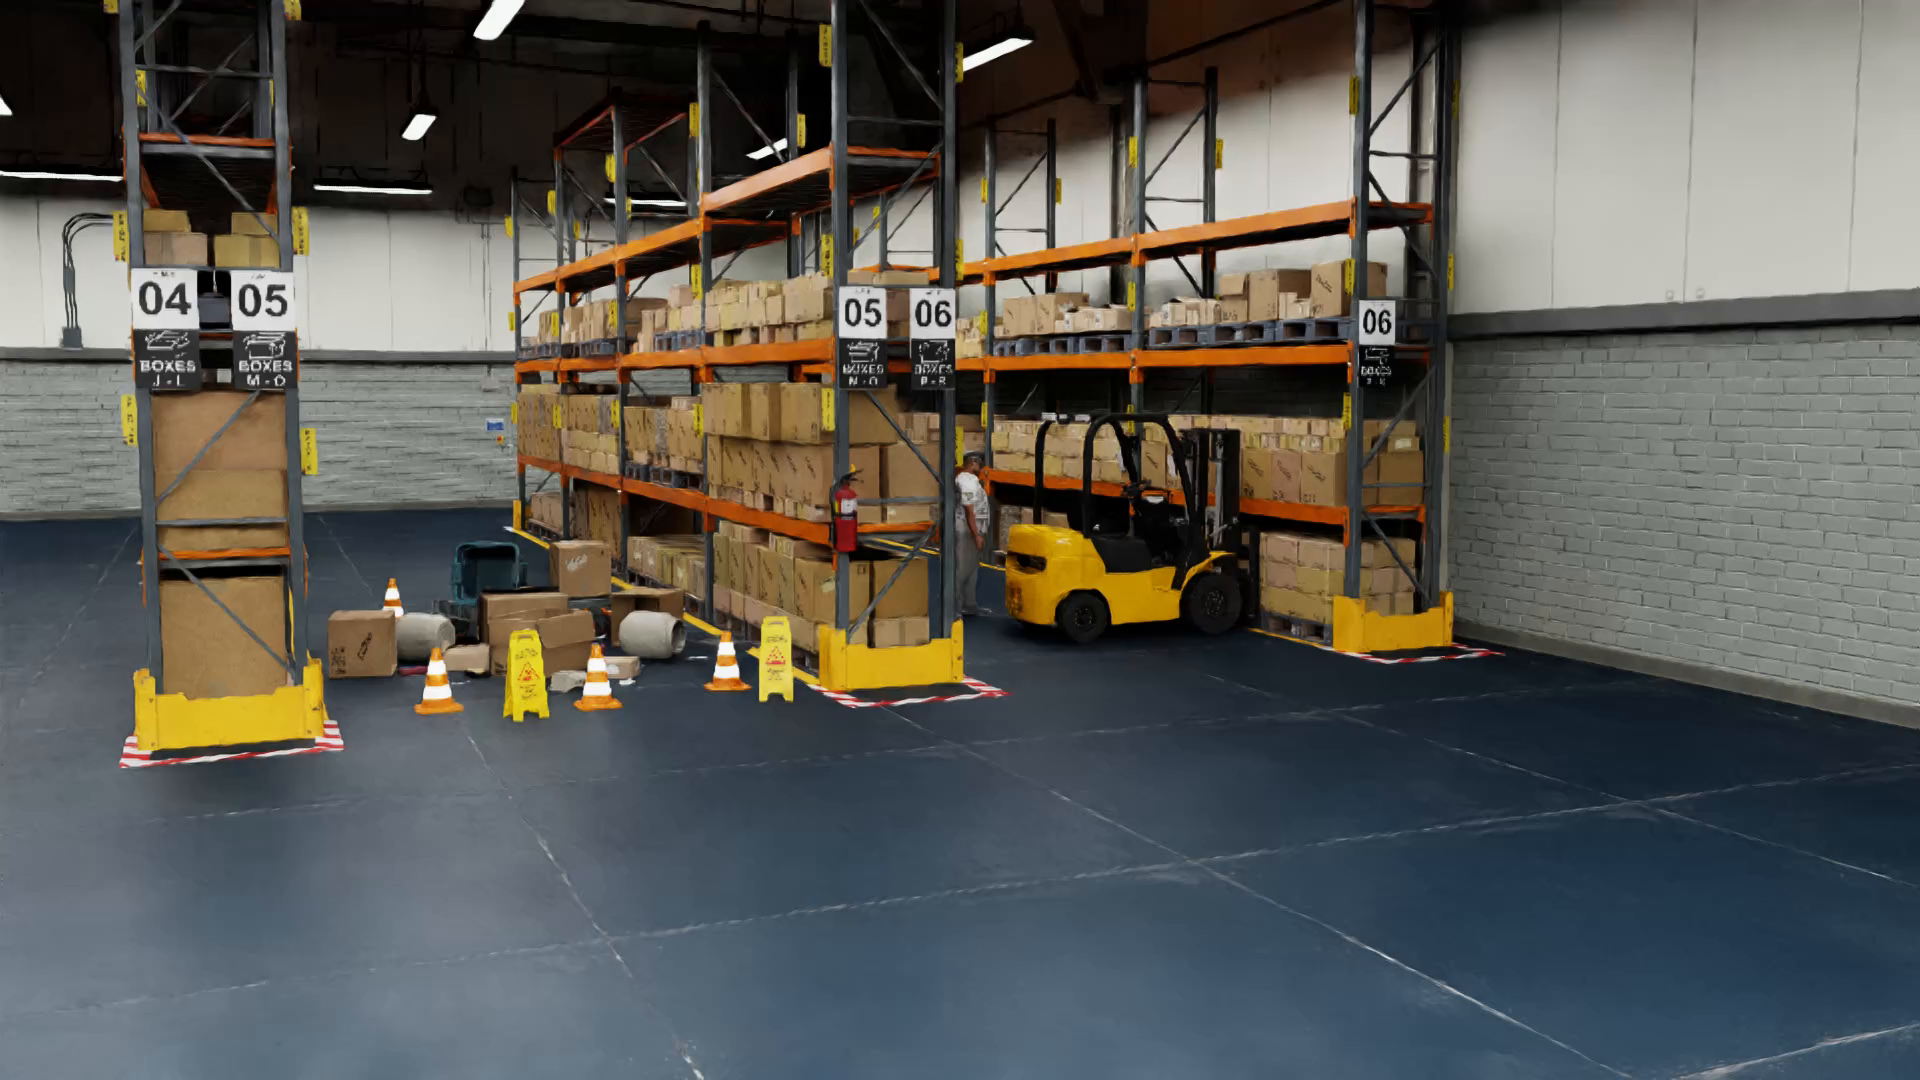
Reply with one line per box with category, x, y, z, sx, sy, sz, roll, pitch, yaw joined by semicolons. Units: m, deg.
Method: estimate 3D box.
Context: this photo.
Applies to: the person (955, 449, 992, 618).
person;0.064;-0.078;17.483;0.564;1.750;0.759;0;5;-4
